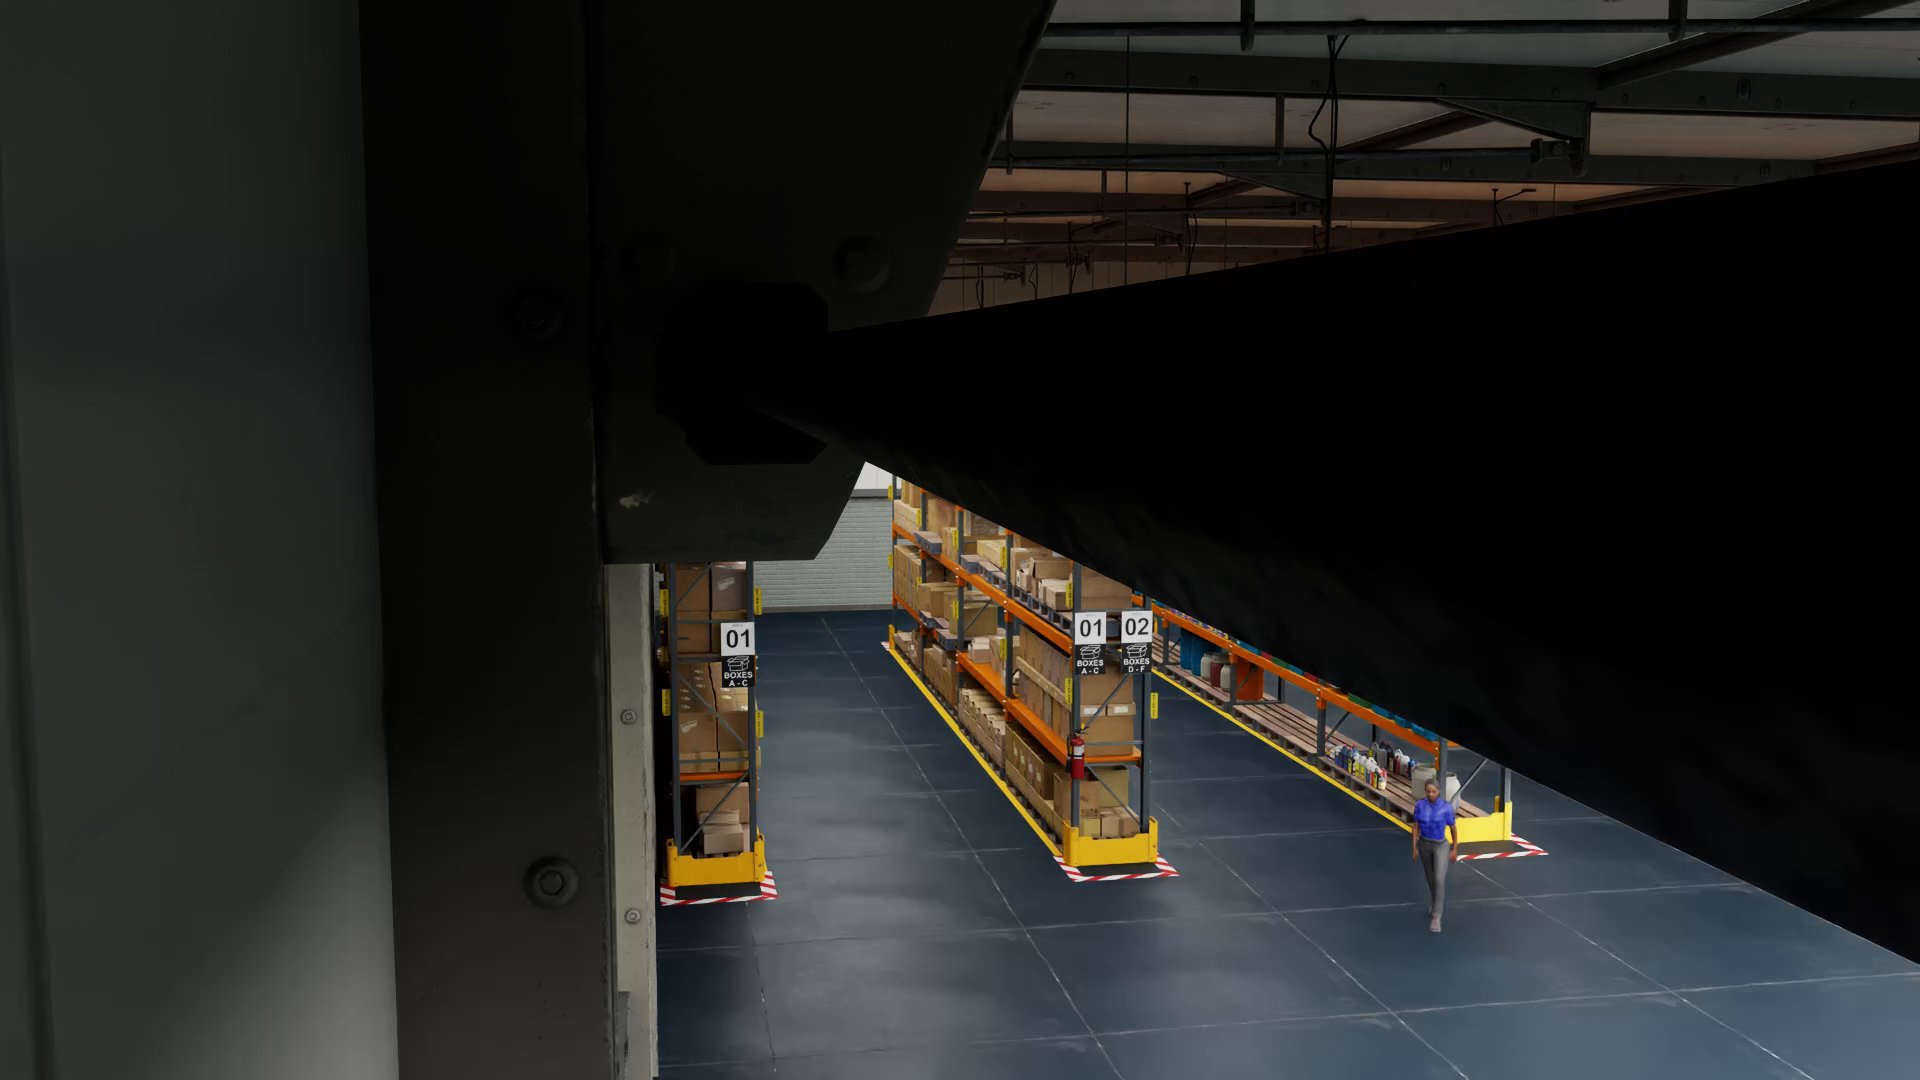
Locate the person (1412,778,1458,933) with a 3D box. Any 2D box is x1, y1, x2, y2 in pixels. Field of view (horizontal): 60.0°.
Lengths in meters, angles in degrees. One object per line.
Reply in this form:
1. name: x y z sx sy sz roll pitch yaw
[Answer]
1. person: 5.336 3.482 18.724 0.495 1.617 0.874 5 8 38
